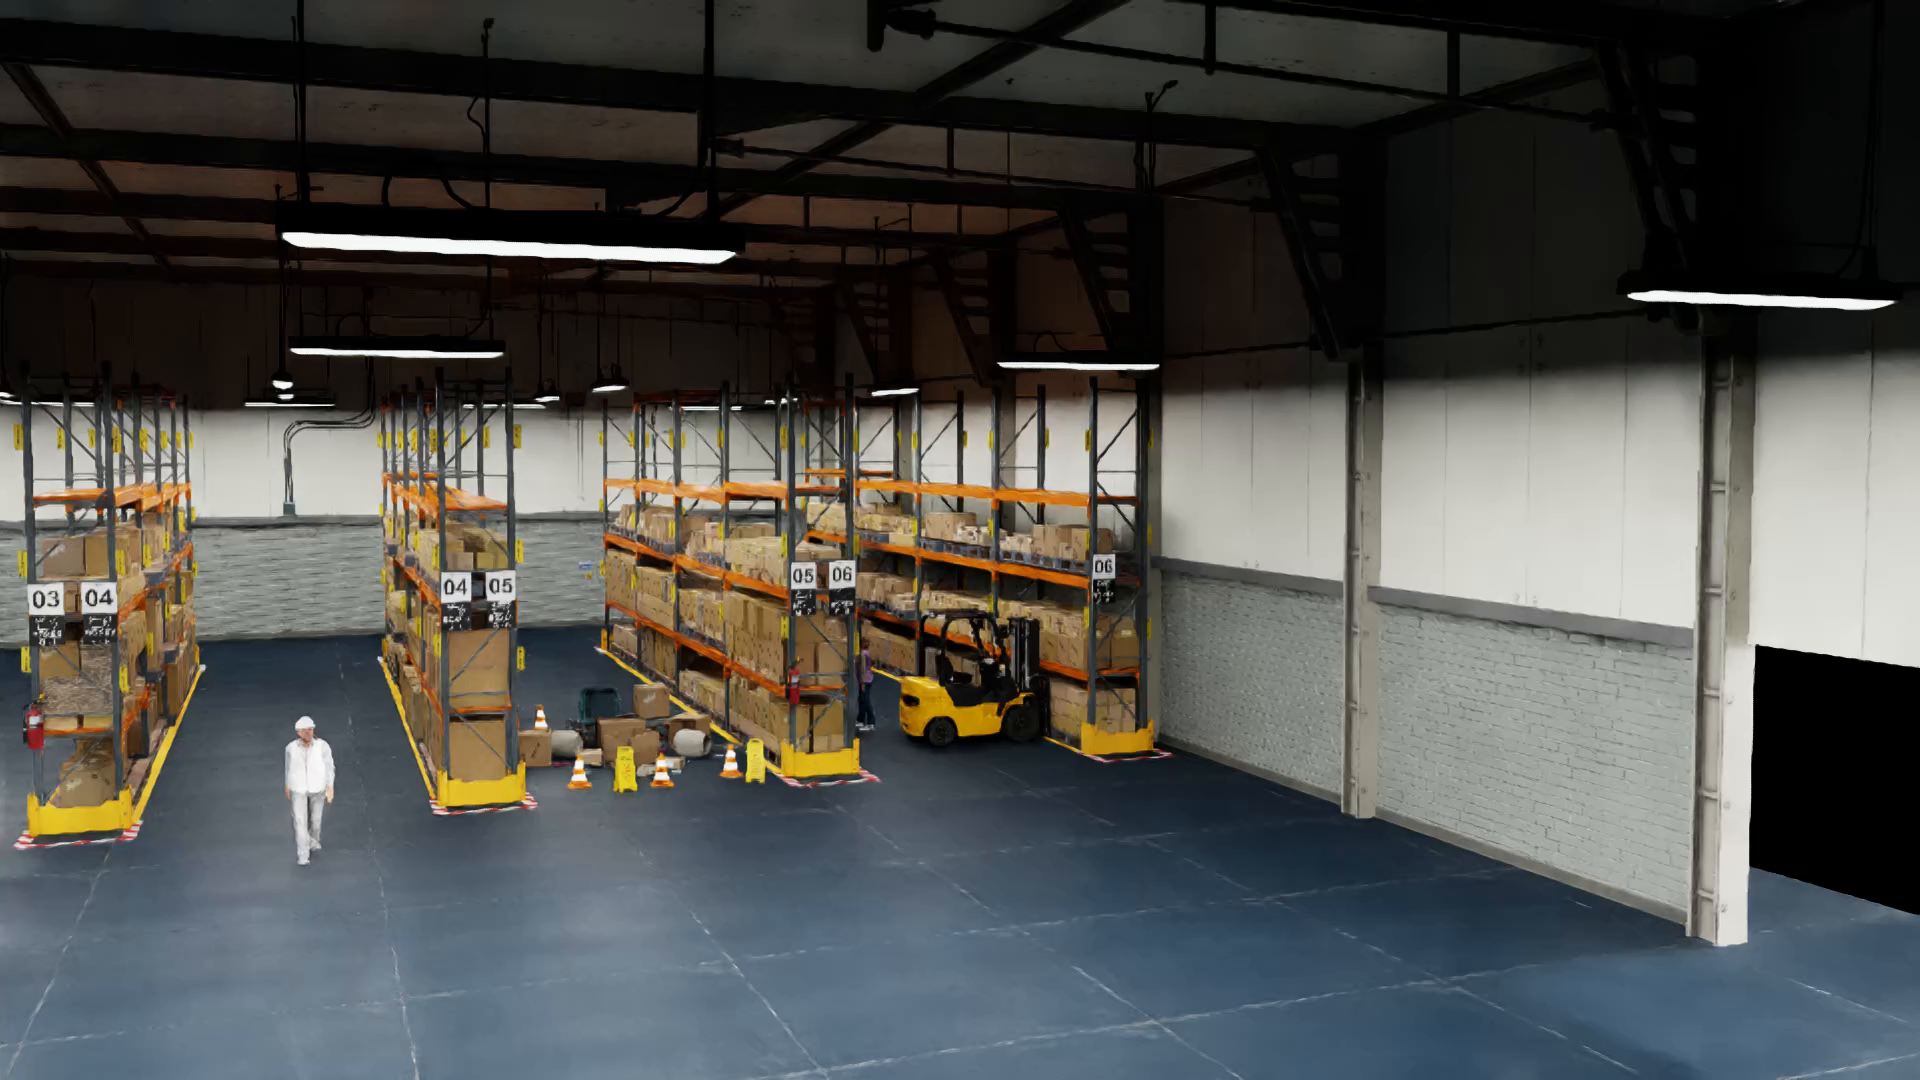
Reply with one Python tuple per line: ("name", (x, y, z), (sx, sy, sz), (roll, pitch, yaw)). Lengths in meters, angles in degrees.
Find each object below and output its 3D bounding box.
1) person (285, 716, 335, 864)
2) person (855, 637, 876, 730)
("person", (-7.759, 2.947, 19.846), (0.555, 1.725, 1.029), (-1, 4, -23))
("person", (-1.693, 2.468, 28.747), (0.493, 1.596, 0.509), (0, 3, 5))
